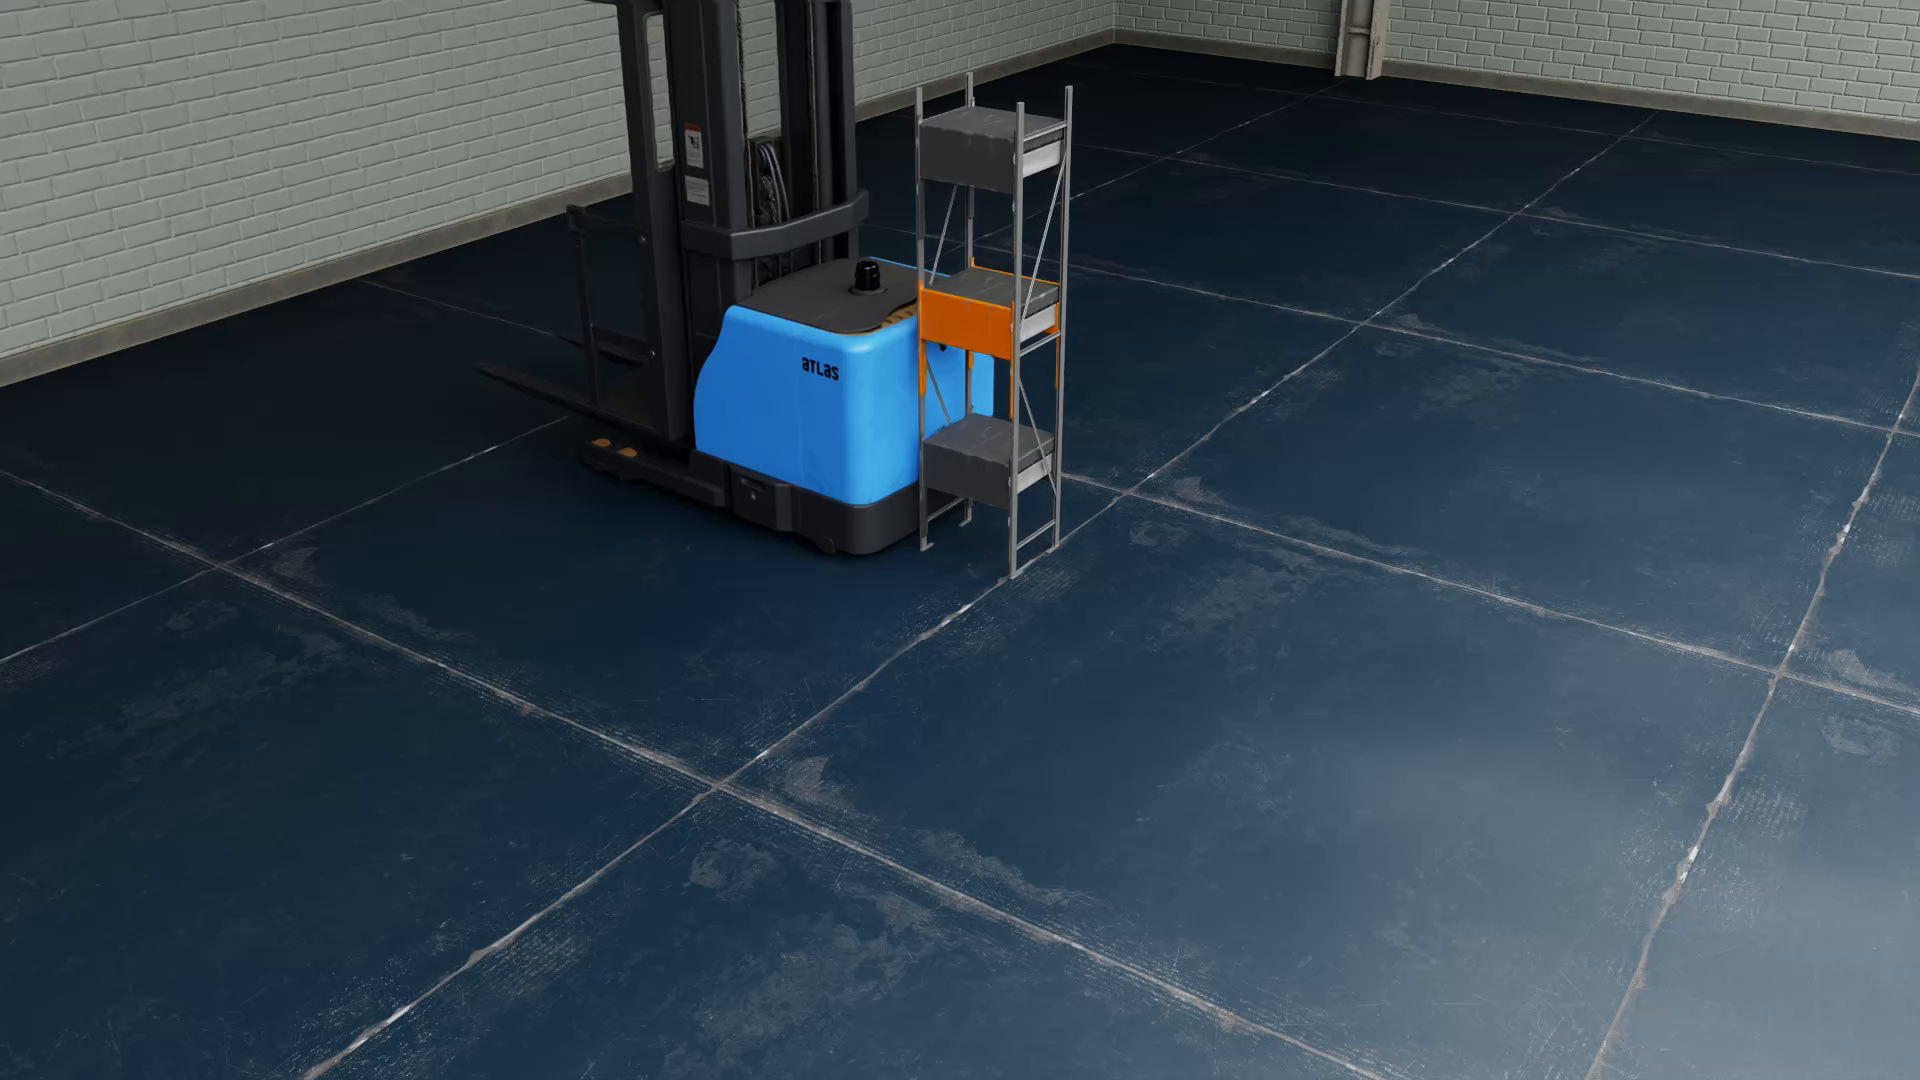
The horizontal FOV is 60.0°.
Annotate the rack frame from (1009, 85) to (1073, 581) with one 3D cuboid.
[{"bbox_3d":[0.338,-0.831,7.067,0.015,2.100,0.400,17,32,30],"label":"rack frame"}]

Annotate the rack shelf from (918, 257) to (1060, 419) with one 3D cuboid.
[{"bbox_3d":[0.136,-0.881,7.196,0.480,0.518,0.431,17,32,30],"label":"rack shelf"}]

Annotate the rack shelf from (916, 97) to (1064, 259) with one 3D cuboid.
[{"bbox_3d":[0.136,-1.505,6.879,0.480,0.518,0.431,17,32,30],"label":"rack shelf"}]

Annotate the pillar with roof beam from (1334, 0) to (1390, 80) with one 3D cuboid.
[{"bbox_3d":[1.679,-7.210,11.996,0.400,9.000,9.100,17,32,30],"label":"pillar with roof beam"}]

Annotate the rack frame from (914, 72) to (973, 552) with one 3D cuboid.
[{"bbox_3d":[-0.065,-0.956,7.313,0.015,2.100,0.400,17,32,30],"label":"rack frame"}]

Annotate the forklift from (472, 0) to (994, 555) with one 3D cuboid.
[{"bbox_3d":[-1.295,-1.768,7.992,3.031,2.935,1.130,20,33,33],"label":"forklift"}]

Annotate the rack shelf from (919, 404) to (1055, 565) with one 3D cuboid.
[{"bbox_3d":[0.136,-0.257,7.514,0.480,0.518,0.431,17,32,30],"label":"rack shelf"}]

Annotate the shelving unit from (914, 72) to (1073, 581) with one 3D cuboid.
[{"bbox_3d":[0.136,-0.893,7.190,0.503,2.100,0.431,17,32,30],"label":"shelving unit"}]
